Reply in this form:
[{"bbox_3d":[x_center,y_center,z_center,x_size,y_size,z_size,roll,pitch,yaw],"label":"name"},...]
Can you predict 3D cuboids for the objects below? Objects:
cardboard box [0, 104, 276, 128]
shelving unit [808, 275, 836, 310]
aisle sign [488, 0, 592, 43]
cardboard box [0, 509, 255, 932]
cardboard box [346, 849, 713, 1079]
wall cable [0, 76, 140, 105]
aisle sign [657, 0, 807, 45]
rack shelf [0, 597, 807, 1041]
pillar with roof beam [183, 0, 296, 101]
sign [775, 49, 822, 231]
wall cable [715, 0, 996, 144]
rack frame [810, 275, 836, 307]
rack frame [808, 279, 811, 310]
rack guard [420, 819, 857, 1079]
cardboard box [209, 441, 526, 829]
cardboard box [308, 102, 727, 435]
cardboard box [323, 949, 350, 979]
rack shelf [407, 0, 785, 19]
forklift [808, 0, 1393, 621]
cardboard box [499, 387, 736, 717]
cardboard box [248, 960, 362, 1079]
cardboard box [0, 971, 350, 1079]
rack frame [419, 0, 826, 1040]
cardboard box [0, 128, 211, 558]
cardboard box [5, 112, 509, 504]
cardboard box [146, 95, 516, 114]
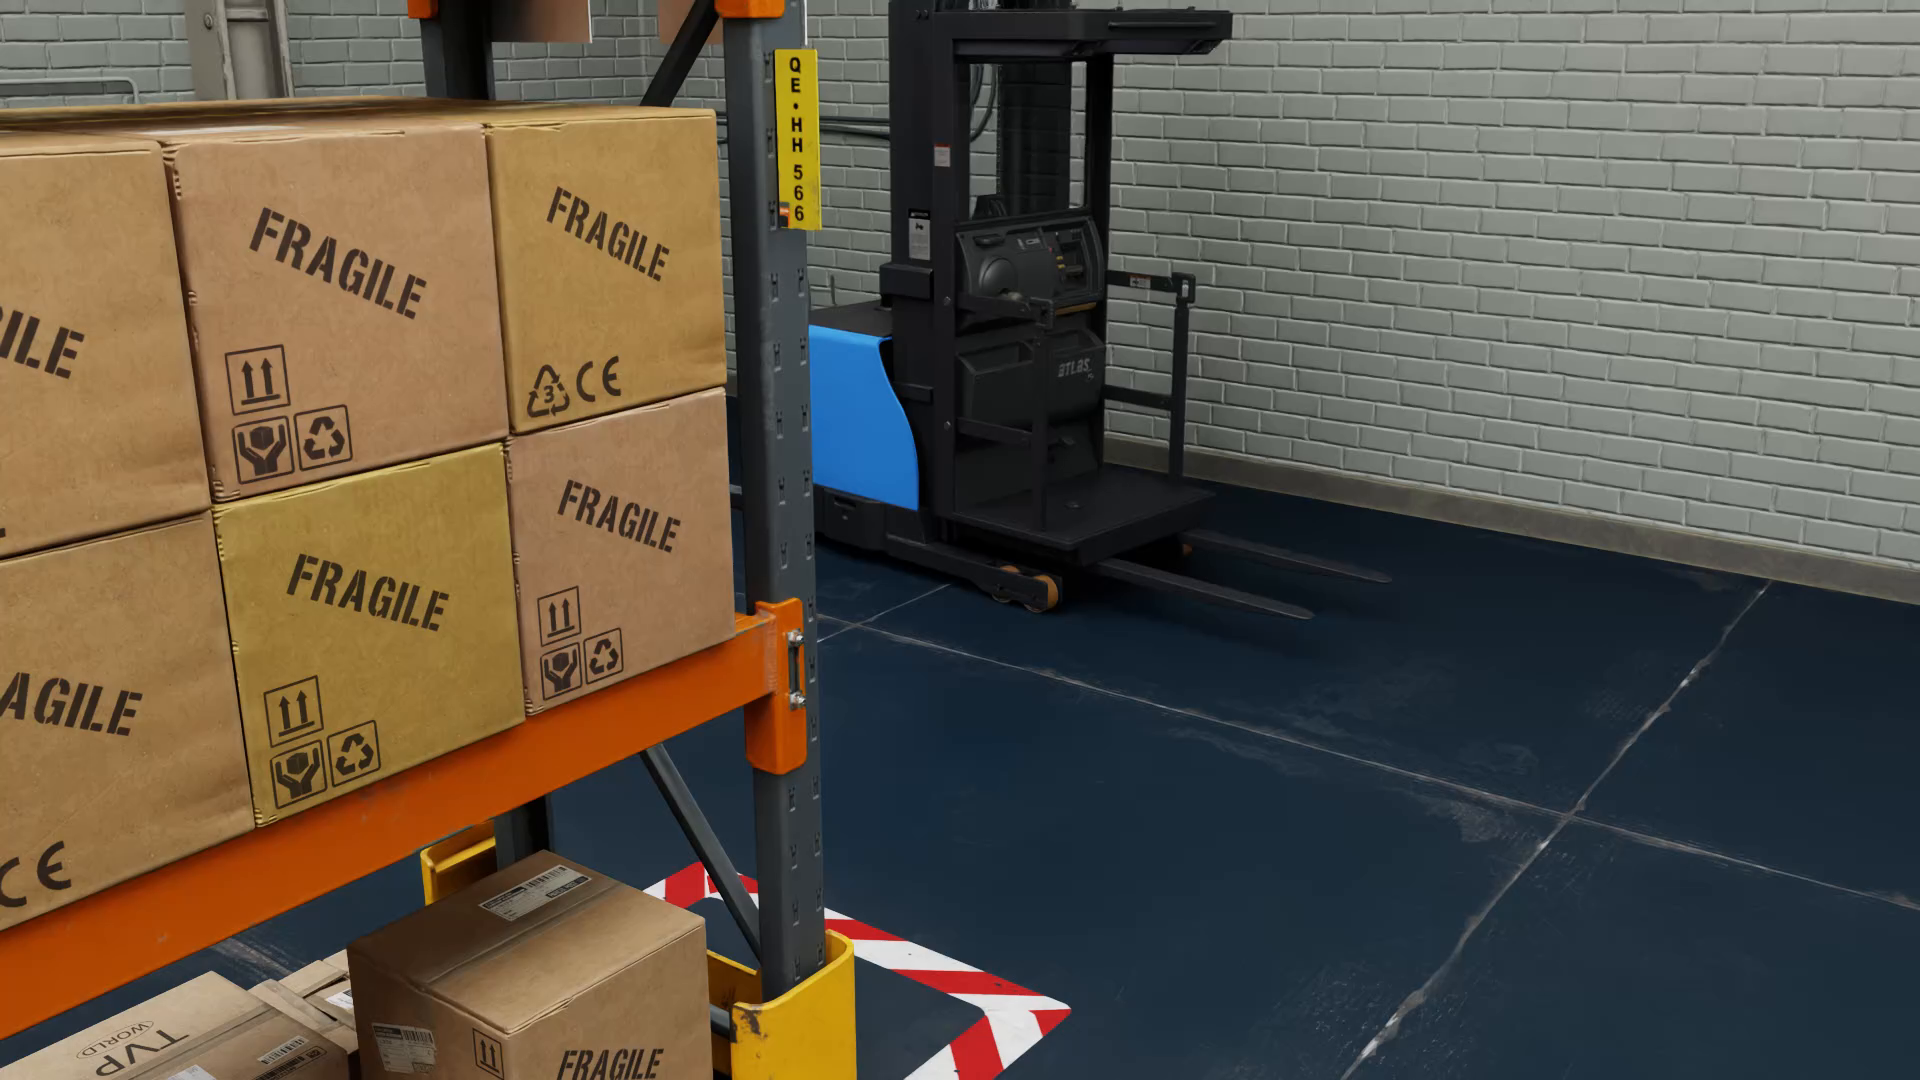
[{"bbox_3d":[-1.516,-0.481,2.881,0.500,0.500,0.500,13,21,35],"label":"cardboard box"},{"bbox_3d":[-0.774,-0.772,8.685,0.258,1.200,0.189,10,19,38],"label":"shelving unit"},{"bbox_3d":[-0.930,-1.451,3.474,0.394,0.787,0.004,12,21,35],"label":"aisle sign"},{"bbox_3d":[-1.391,0.208,2.347,0.500,0.500,0.500,13,21,35],"label":"cardboard box"},{"bbox_3d":[-0.860,1.016,3.388,0.500,0.500,0.500,12,21,35],"label":"cardboard box"},{"bbox_3d":[-4.712,-1.973,7.825,0.084,1.984,1.851,12,21,35],"label":"wall cable"},{"bbox_3d":[-0.448,-1.345,3.132,0.394,0.787,0.004,12,21,35],"label":"aisle sign"},{"bbox_3d":[-1.926,0.679,2.213,1.077,0.370,4.000,12,21,35],"label":"rack shelf"},{"bbox_3d":[-0.343,-3.916,5.679,9.100,9.000,0.400,12,21,35],"label":"pillar with roof beam"},{"bbox_3d":[-0.301,-0.742,3.090,0.100,0.325,0.005,12,21,35],"label":"sign"},{"bbox_3d":[-1.058,-3.681,10.161,3.097,2.526,0.112,12,21,35],"label":"wall cable"},{"bbox_3d":[-0.717,-0.793,8.753,0.240,1.200,0.006,10,19,38],"label":"rack frame"},{"bbox_3d":[-0.831,-0.751,8.616,0.240,1.200,0.006,10,19,38],"label":"rack frame"},{"bbox_3d":[-0.780,1.071,3.952,1.175,0.500,0.348,12,21,35],"label":"rack guard"},{"bbox_3d":[-1.089,0.090,2.727,0.500,0.500,0.500,13,21,35],"label":"cardboard box"},{"bbox_3d":[-0.779,-0.512,2.979,0.500,0.500,0.500,12,21,34],"label":"cardboard box"},{"bbox_3d":[-1.260,1.049,3.872,0.380,0.149,0.250,12,21,35],"label":"cardboard box"},{"bbox_3d":[-1.926,-0.754,1.768,1.077,0.370,4.000,12,21,35],"label":"rack shelf"},{"bbox_3d":[0.482,-1.256,7.345,3.031,2.935,1.130,15,23,41],"label":"forklift"},{"bbox_3d":[-0.783,-0.034,3.127,0.500,0.500,0.500,13,22,36],"label":"cardboard box"},{"bbox_3d":[-1.409,1.101,3.677,0.380,0.166,0.250,12,21,35],"label":"cardboard box"},{"bbox_3d":[-1.584,1.161,3.343,0.500,0.250,0.500,12,21,35],"label":"cardboard box"},{"bbox_3d":[-0.734,-0.141,3.640,1.000,3.000,0.127,12,21,35],"label":"rack frame"},{"bbox_3d":[-1.384,-0.267,2.191,0.500,0.500,0.500,13,22,36],"label":"cardboard box"},{"bbox_3d":[-1.079,-0.391,2.591,0.500,0.500,0.500,13,22,36],"label":"cardboard box"},{"bbox_3d":[-1.210,-0.607,3.286,0.500,0.500,0.500,13,22,36],"label":"cardboard box"}]
